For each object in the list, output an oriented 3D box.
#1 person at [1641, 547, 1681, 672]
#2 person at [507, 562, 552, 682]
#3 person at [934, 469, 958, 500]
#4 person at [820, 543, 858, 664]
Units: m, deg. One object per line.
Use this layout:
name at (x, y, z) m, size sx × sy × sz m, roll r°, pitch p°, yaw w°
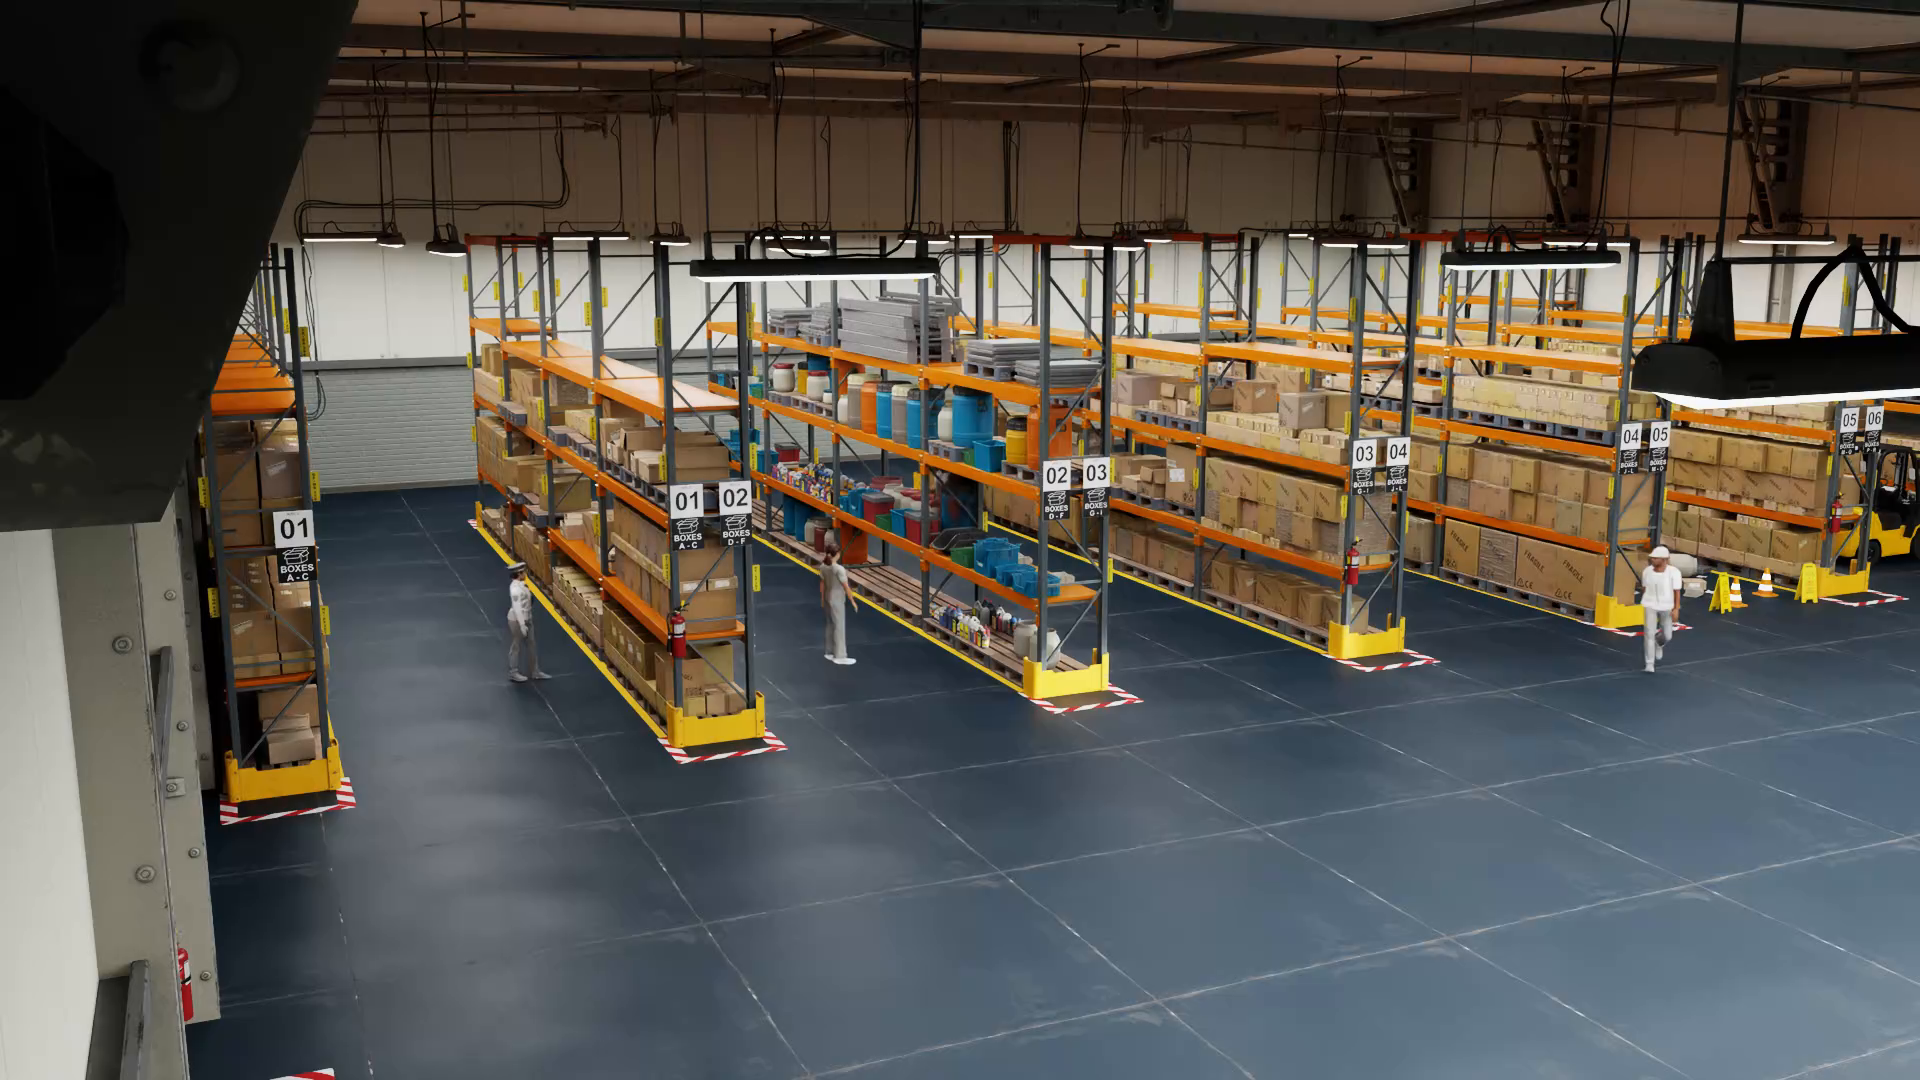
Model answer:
person at (9.903, 0.952, 23.577) m, size 0.497 × 1.755 × 0.792 m, roll 2°, pitch 11°, yaw 11°
person at (-6.001, 1.147, 22.905) m, size 0.565 × 1.667 × 0.487 m, roll 2°, pitch 11°, yaw 11°
person at (-0.303, -0.741, 32.195) m, size 0.398 × 1.786 × 0.648 m, roll -9°, pitch 14°, yaw -40°
person at (-1.674, 0.879, 22.748) m, size 0.451 × 1.734 × 0.525 m, roll -5°, pitch 12°, yaw -23°
